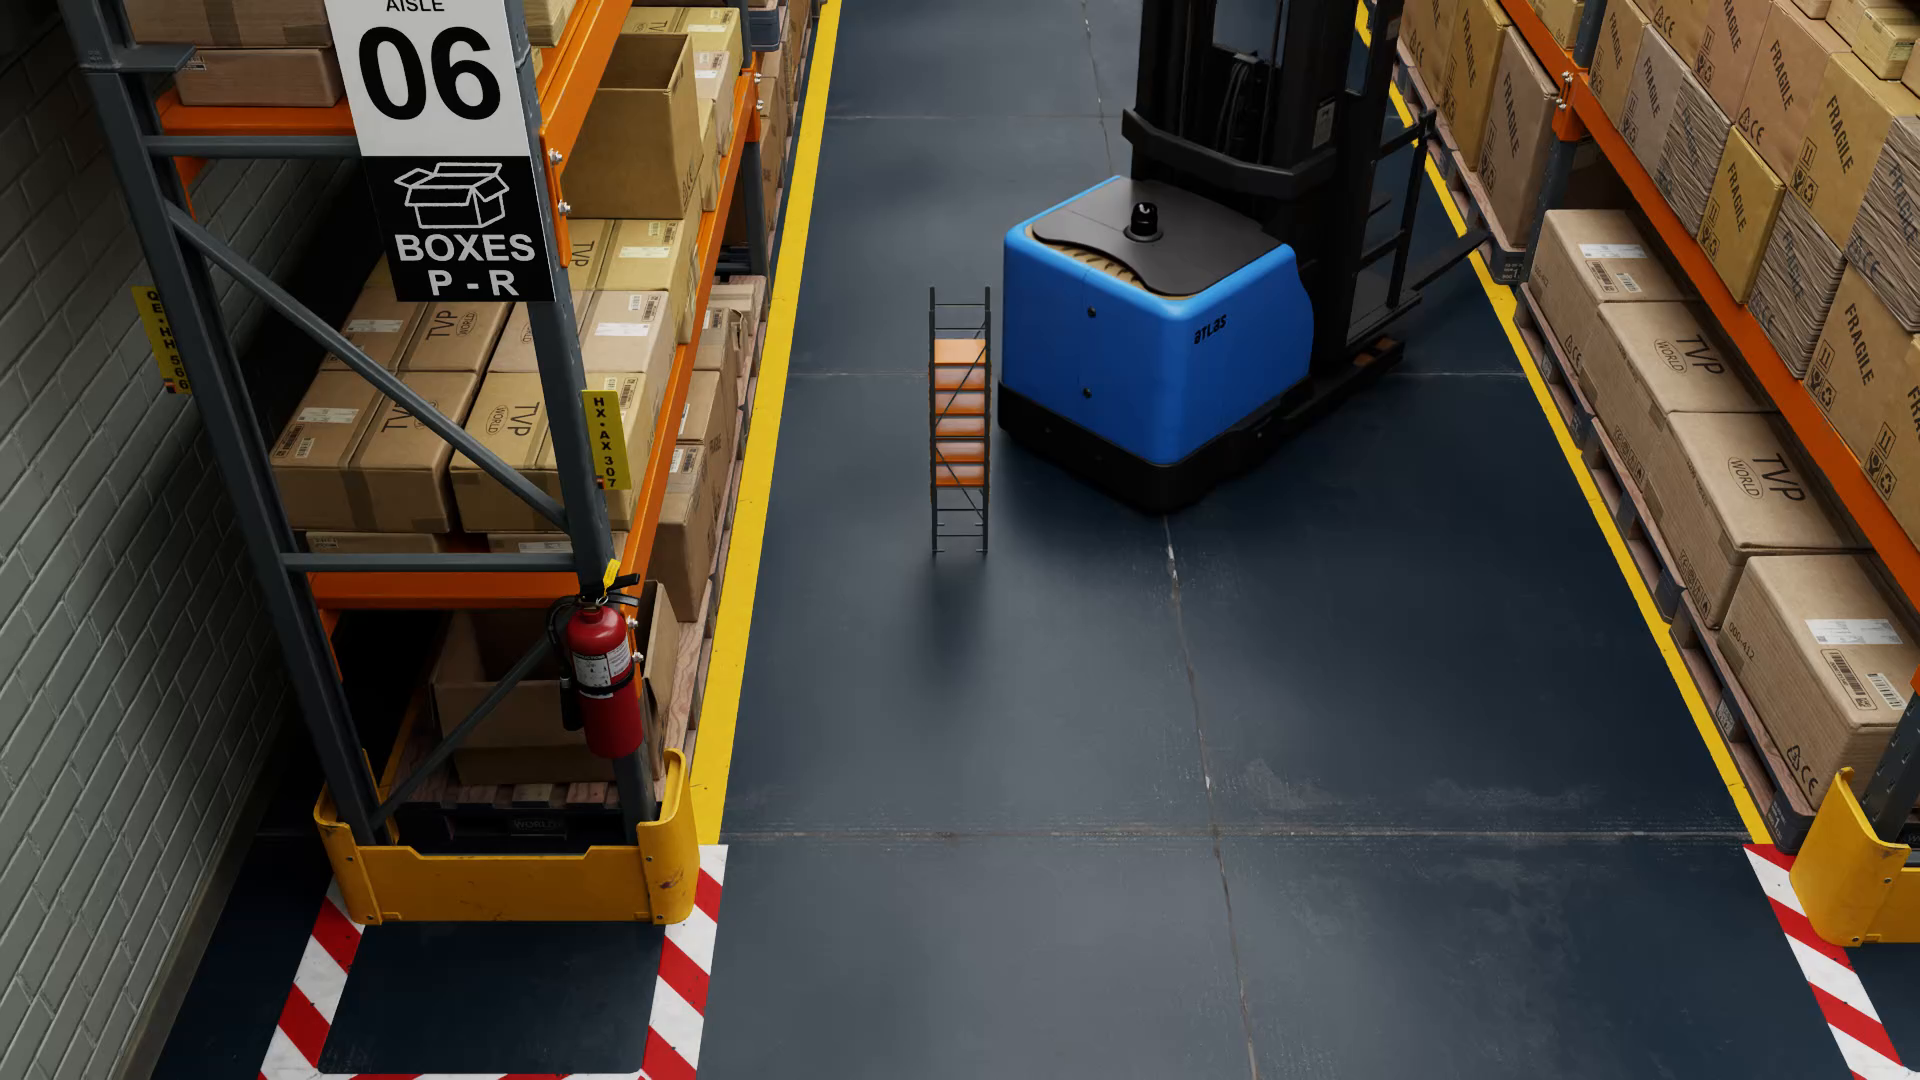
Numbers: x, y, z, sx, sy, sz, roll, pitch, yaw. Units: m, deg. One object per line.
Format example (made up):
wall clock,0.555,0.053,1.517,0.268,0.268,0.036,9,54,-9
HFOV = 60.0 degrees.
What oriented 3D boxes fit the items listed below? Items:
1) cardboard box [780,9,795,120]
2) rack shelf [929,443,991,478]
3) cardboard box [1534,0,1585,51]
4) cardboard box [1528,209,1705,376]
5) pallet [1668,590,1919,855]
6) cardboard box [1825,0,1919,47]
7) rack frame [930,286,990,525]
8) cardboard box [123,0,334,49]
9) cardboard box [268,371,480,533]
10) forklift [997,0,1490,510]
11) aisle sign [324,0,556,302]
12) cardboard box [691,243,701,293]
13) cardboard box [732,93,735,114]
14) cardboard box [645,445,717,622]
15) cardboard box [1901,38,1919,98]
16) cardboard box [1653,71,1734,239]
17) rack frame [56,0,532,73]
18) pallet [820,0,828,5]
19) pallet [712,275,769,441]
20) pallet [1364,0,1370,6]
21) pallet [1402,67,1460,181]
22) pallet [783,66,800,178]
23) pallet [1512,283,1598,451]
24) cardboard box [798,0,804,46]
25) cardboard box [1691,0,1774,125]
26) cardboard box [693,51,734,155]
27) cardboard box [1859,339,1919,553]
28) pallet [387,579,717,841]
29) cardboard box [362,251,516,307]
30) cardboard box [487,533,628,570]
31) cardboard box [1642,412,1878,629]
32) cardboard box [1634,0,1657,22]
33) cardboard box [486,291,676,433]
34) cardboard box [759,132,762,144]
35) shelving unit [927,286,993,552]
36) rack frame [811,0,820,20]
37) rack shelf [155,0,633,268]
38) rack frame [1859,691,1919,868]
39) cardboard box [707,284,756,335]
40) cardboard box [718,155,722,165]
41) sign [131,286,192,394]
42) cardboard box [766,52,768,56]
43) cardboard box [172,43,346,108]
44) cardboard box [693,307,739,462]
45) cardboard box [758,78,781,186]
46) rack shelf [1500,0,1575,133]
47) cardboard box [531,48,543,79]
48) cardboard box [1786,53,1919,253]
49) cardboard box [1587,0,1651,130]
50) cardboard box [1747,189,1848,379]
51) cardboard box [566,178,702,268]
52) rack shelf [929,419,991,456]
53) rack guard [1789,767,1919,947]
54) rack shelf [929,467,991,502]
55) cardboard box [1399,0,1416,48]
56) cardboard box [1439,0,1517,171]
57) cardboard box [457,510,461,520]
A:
cardboard box,-1.279,-2.891,10.122,0.500,0.500,0.500,-1,39,-2
rack shelf,0.000,-0.349,6.989,0.258,0.103,0.180,0,39,0
cardboard box,3.208,-2.658,8.289,0.500,0.250,0.500,-1,39,-1
cardboard box,3.354,-1.208,8.072,0.875,0.438,0.875,-1,39,-1
pallet,3.386,0.653,6.266,1.003,0.211,1.213,0,39,0
cardboard box,3.227,-1.804,5.704,0.380,0.149,0.250,1,39,1
rack frame,0.000,-0.534,6.957,0.240,1.200,0.006,0,39,0
cardboard box,-1.771,-1.435,4.126,0.500,0.250,0.500,-1,39,-1
cardboard box,-1.764,-0.274,5.076,0.500,0.250,0.500,1,39,1
forklift,1.564,-2.096,7.522,1.130,2.935,3.031,31,48,33
aisle sign,-1.204,-0.901,3.897,0.394,0.787,0.004,0,39,0
cardboard box,-1.197,-1.007,6.309,0.380,0.149,0.250,1,39,1
cardboard box,-1.228,-1.971,7.511,0.380,0.149,0.250,1,39,1
cardboard box,-1.366,-0.035,6.558,0.700,0.500,0.500,1,39,2
cardboard box,3.267,-1.483,5.304,0.380,0.149,0.250,0,39,0
cardboard box,3.190,-1.556,6.713,0.500,0.500,0.500,0,39,0
rack frame,-1.498,-2.270,2.887,1.000,3.000,0.127,0,39,0
pallet,-1.469,-4.359,12.520,1.003,0.211,1.213,0,39,0
pallet,-1.503,-0.913,8.221,1.003,0.211,1.213,0,39,0
pallet,3.457,-4.339,12.495,1.003,0.211,1.213,0,39,0
pallet,3.380,-2.596,10.320,1.003,0.211,1.213,0,39,0
pallet,-1.546,-2.616,10.346,1.003,0.211,1.213,0,39,0
pallet,3.384,-0.873,8.170,1.003,0.211,1.213,0,39,0
cardboard box,-1.302,-3.543,10.936,0.500,0.500,0.500,-1,39,-1
cardboard box,3.203,-1.932,6.382,0.500,0.500,0.500,1,39,1
cardboard box,-1.243,-1.857,7.050,0.500,0.250,0.500,0,39,0
cardboard box,3.200,-0.276,5.115,0.500,0.500,0.500,0,39,0
pallet,-1.500,0.613,6.317,1.003,0.211,1.213,0,39,0
cardboard box,-1.759,-0.906,5.865,0.500,0.250,0.500,1,39,1
cardboard box,-1.224,-0.037,5.099,0.380,0.149,0.250,0,39,0
cardboard box,3.355,-0.084,6.670,0.875,0.438,0.875,1,39,1
cardboard box,3.219,-2.568,7.176,0.500,0.500,0.500,0,39,0
cardboard box,-1.230,-0.586,5.465,0.500,0.250,0.500,0,39,0
cardboard box,-1.237,-2.097,8.612,0.380,0.149,0.250,2,39,2
shelving unit,0.000,-0.477,6.886,0.258,1.200,0.189,0,39,0
rack frame,-1.507,-4.932,11.006,1.000,3.000,0.127,0,39,0
rack shelf,-1.500,-2.070,5.611,1.077,0.370,4.000,0,39,0
rack frame,3.465,0.065,4.771,1.000,3.000,0.127,0,39,0
cardboard box,-1.208,-1.134,8.210,0.380,0.149,0.250,-1,39,-1
cardboard box,-1.230,-1.644,7.104,0.380,0.149,0.250,1,39,1
sign,-2.053,-0.517,4.317,0.100,0.325,0.005,0,39,0
cardboard box,-1.301,-2.913,9.631,0.380,0.149,0.250,1,39,2
cardboard box,-1.730,-1.202,4.153,0.380,0.149,0.250,1,39,1
cardboard box,-1.367,-0.684,7.368,0.700,0.500,0.500,-1,39,-2
cardboard box,-1.289,-2.255,9.328,0.500,0.500,0.500,-1,39,-1
rack shelf,3.459,-3.407,9.678,1.077,0.370,4.000,0,39,0
cardboard box,-1.266,-1.201,4.153,0.380,0.149,0.250,1,39,1
cardboard box,3.200,-1.302,5.596,0.500,0.500,0.500,0,39,0
cardboard box,3.200,-2.182,7.494,0.500,0.500,0.500,1,39,1
cardboard box,3.204,-0.911,5.908,0.500,0.500,0.500,1,39,1
cardboard box,-1.256,-1.223,6.259,0.500,0.250,0.500,-1,39,-1
rack shelf,0.000,-0.443,6.914,0.258,0.103,0.180,0,39,0
rack guard,3.466,1.055,5.534,1.175,0.500,0.348,0,39,0
rack shelf,0.000,-0.255,7.064,0.258,0.103,0.180,0,39,0
cardboard box,3.374,-3.841,11.007,0.875,0.875,0.875,0,39,0
cardboard box,3.371,-2.724,9.614,0.875,0.875,0.875,1,39,1
cardboard box,-1.706,-0.197,5.298,0.380,0.149,0.250,1,39,1
